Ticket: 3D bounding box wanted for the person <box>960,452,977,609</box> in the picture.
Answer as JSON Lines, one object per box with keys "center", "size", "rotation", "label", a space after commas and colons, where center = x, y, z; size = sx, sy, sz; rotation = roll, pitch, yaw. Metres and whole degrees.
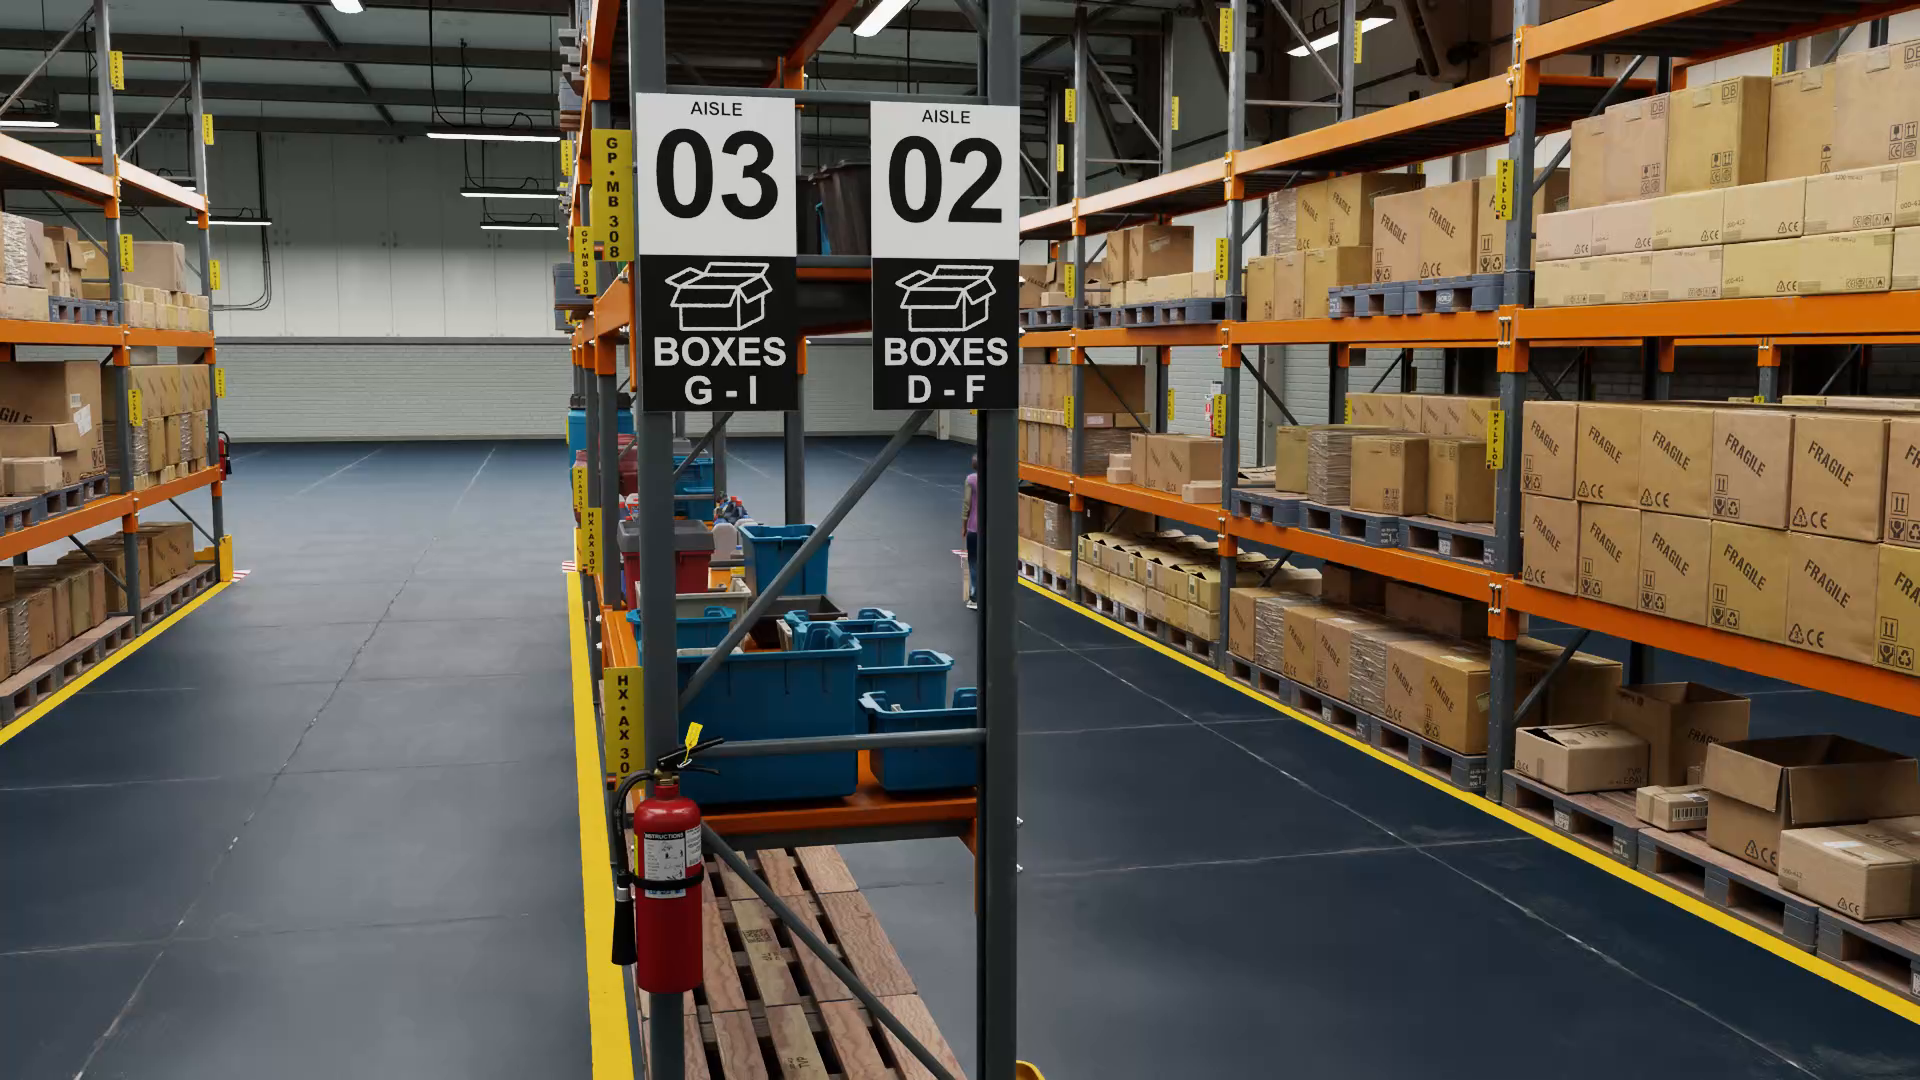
{"center": [0.235, -0.097, 16.753], "size": [0.476, 1.593, 0.347], "rotation": [-1, 6, -12], "label": "person"}
